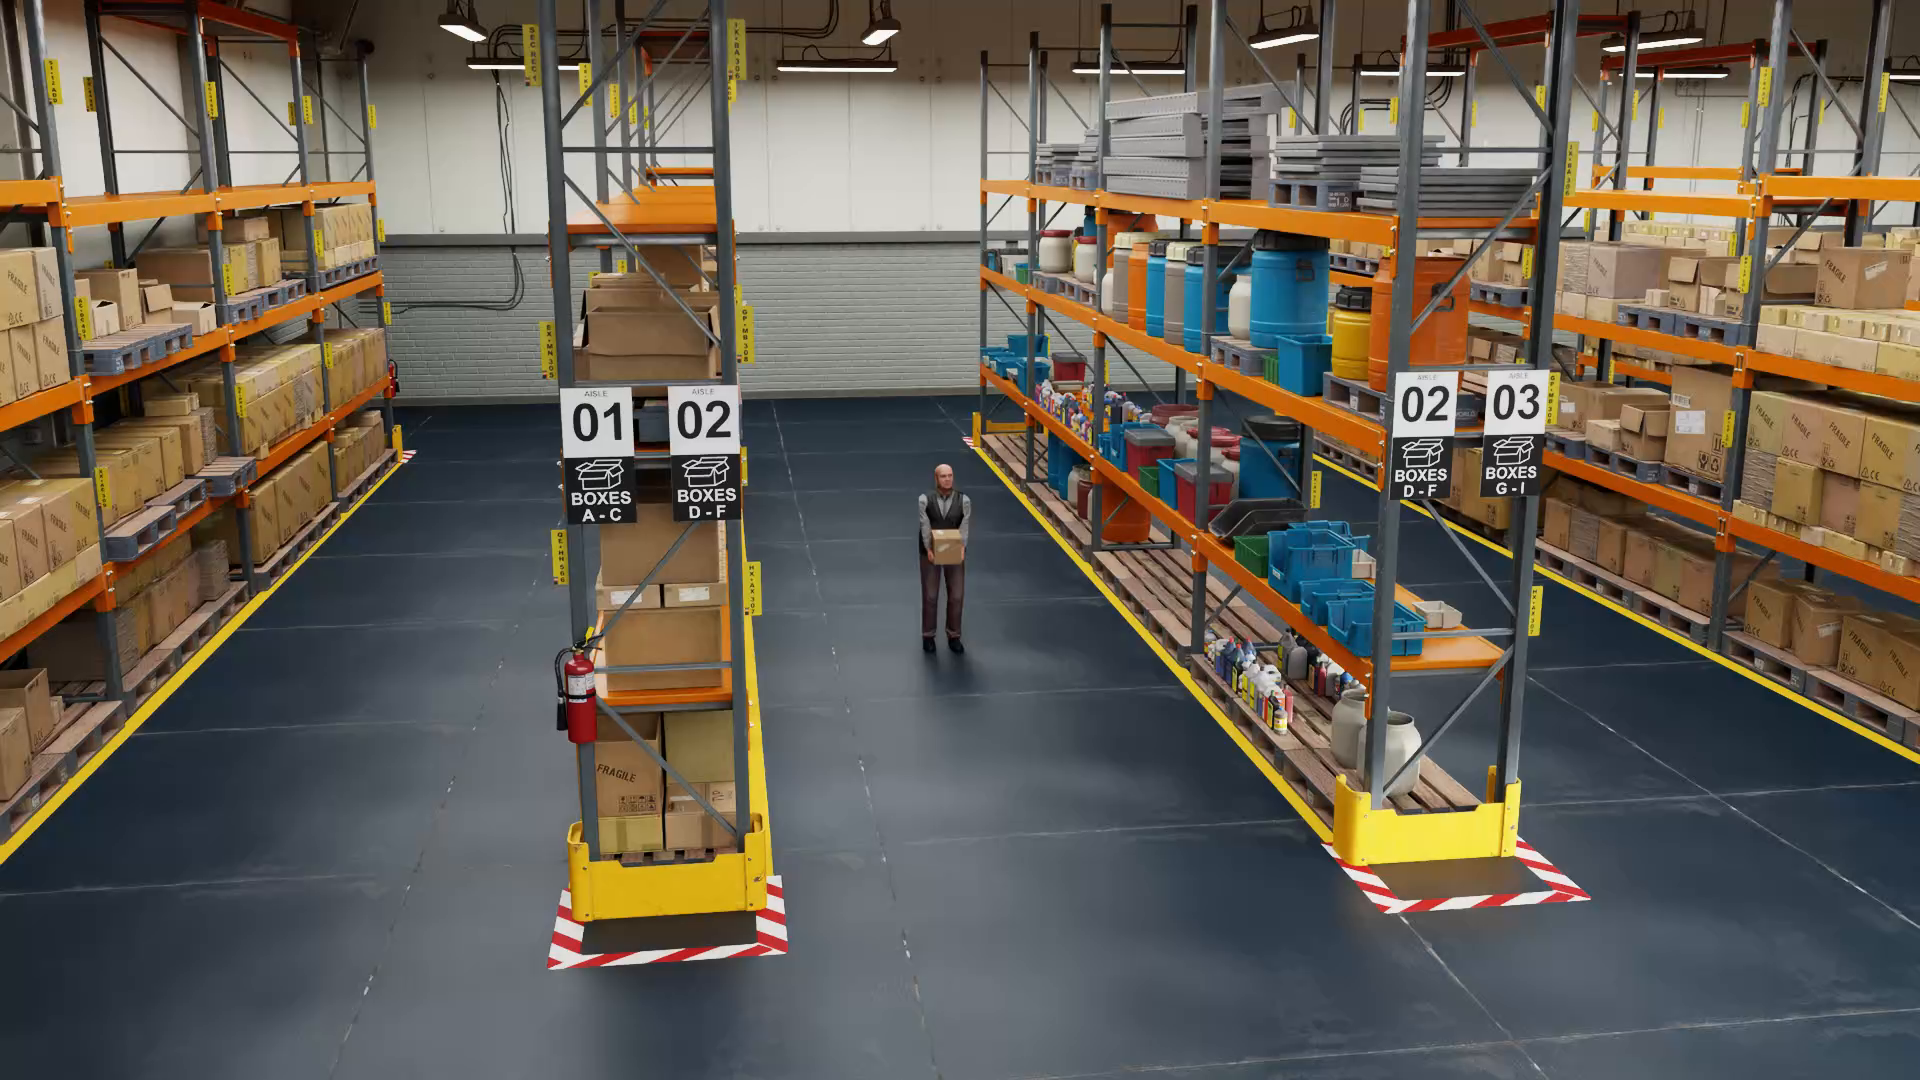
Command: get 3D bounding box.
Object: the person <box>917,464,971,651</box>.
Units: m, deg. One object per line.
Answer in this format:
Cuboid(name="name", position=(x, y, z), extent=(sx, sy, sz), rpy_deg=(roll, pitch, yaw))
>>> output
Cuboid(name="person", position=(-0.131, 0.176, 15.295), extent=(0.494, 1.716, 0.554), rpy_deg=(-2, 13, -7))
